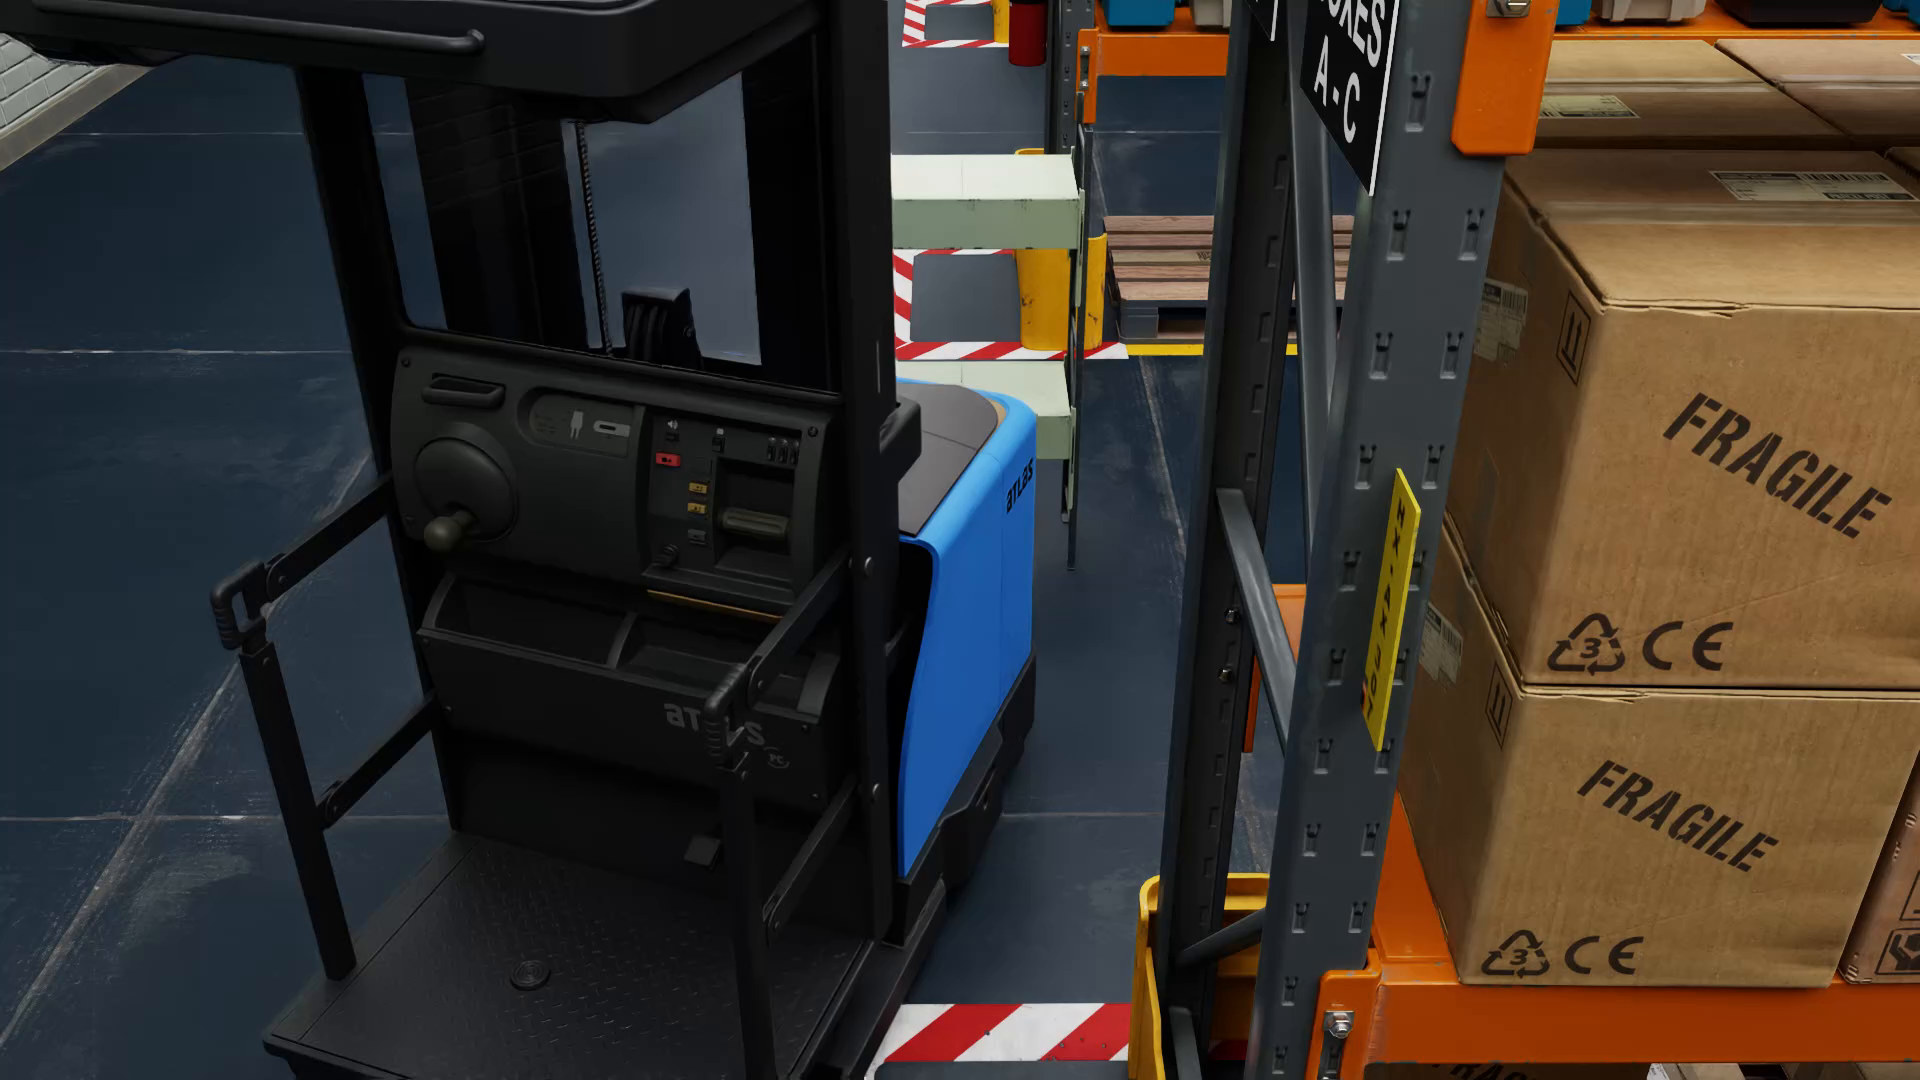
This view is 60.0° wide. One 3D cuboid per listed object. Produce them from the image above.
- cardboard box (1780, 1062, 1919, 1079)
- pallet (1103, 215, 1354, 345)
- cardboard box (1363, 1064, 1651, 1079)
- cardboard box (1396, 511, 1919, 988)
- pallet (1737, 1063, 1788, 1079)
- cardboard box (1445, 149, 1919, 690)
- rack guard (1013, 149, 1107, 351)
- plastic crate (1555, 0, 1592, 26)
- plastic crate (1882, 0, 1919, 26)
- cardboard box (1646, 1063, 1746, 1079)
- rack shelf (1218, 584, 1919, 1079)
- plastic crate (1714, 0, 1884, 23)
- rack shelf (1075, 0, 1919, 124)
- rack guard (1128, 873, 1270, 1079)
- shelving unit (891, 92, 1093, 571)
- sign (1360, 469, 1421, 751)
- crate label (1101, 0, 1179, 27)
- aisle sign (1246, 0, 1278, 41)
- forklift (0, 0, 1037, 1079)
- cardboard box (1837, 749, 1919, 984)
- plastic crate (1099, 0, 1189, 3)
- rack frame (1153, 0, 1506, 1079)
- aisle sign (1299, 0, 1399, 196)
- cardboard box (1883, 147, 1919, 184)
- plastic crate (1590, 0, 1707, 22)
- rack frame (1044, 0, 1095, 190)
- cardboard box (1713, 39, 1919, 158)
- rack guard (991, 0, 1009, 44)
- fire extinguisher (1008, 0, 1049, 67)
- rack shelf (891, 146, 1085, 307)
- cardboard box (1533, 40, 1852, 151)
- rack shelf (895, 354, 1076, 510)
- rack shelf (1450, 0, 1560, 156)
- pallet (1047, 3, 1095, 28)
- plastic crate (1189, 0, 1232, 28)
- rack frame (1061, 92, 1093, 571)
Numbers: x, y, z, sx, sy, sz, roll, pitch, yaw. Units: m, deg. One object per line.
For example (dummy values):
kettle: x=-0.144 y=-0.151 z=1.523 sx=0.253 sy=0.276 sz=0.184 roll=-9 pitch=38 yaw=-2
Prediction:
cardboard box: x=1.975 y=1.042 z=3.368 sx=0.500 sy=0.250 sz=0.500 roll=0 pitch=31 yaw=0
pallet: x=1.281 y=-1.189 z=7.506 sx=1.213 sy=0.211 sz=1.003 roll=0 pitch=31 yaw=0
cardboard box: x=1.025 y=0.922 z=3.324 sx=0.500 sy=0.500 sz=0.500 roll=0 pitch=31 yaw=0
cardboard box: x=0.928 y=0.264 z=2.327 sx=0.500 sy=0.500 sz=0.500 roll=0 pitch=31 yaw=1
pallet: x=1.356 y=1.360 z=3.305 sx=1.213 sy=0.211 sz=1.003 roll=0 pitch=31 yaw=0
cardboard box: x=0.928 y=-0.164 z=2.068 sx=0.500 sy=0.500 sz=0.500 roll=1 pitch=31 yaw=1
rack guard: x=0.432 y=-1.323 z=7.448 sx=0.348 sy=0.500 sz=1.175 roll=0 pitch=31 yaw=0
plastic crate: x=2.322 y=-2.188 z=6.567 sx=0.300 sy=0.233 sz=0.416 roll=0 pitch=31 yaw=0
plastic crate: x=3.991 y=-2.251 z=6.527 sx=0.575 sy=0.384 sz=0.392 roll=0 pitch=31 yaw=0
cardboard box: x=1.430 y=1.110 z=3.336 sx=0.250 sy=0.166 sz=0.380 roll=0 pitch=31 yaw=0
rack shelf: x=2.482 y=0.472 z=2.773 sx=4.000 sy=0.370 sz=1.077 roll=0 pitch=31 yaw=0
plastic crate: x=3.338 y=-2.176 z=6.652 sx=0.590 sy=0.125 sz=0.437 roll=0 pitch=31 yaw=0
rack shelf: x=2.456 y=-2.097 z=7.008 sx=4.000 sy=0.370 sz=1.077 roll=0 pitch=31 yaw=0
rack guard: x=0.558 y=1.239 z=3.225 sx=0.348 sy=0.500 sz=1.175 roll=0 pitch=31 yaw=0
shelving unit: x=0.007 y=-0.641 z=5.361 sx=0.755 sy=1.500 sz=0.431 roll=0 pitch=31 yaw=0
sign: x=0.486 y=0.082 z=1.888 sx=0.005 sy=0.325 sz=0.100 roll=0 pitch=31 yaw=0
crate label: x=0.705 y=-2.182 z=6.559 sx=0.303 sy=0.233 sz=0.416 roll=0 pitch=31 yaw=0
aisle sign: x=0.412 y=-1.099 z=2.164 sx=0.004 sy=0.787 sz=0.394 roll=0 pitch=31 yaw=0
forklift: x=-0.762 y=-0.070 z=3.039 sx=1.130 sy=2.935 sz=3.031 roll=11 pitch=33 yaw=17
cardboard box: x=1.443 y=0.259 z=2.335 sx=0.500 sy=0.500 sz=0.500 roll=0 pitch=31 yaw=-1
plastic crate: x=0.790 y=-2.537 z=6.948 sx=0.499 sy=0.435 sz=0.616 roll=0 pitch=31 yaw=0
rack frame: x=0.482 y=0.171 z=2.576 sx=0.127 sy=3.000 sz=1.000 roll=0 pitch=31 yaw=0
aisle sign: x=0.416 y=-0.788 z=1.651 sx=0.004 sy=0.787 sz=0.394 roll=0 pitch=31 yaw=0
cardboard box: x=1.450 y=-0.169 z=2.077 sx=0.500 sy=0.500 sz=0.500 roll=0 pitch=31 yaw=0
plastic crate: x=2.717 y=-2.162 z=6.619 sx=0.466 sy=0.136 sz=0.293 roll=0 pitch=31 yaw=0
rack frame: x=0.456 y=-2.398 z=6.811 sx=0.127 sy=3.000 sz=1.000 roll=0 pitch=31 yaw=0
cardboard box: x=1.431 y=-0.445 z=2.532 sx=0.500 sy=0.500 sz=0.500 roll=1 pitch=31 yaw=1
rack guard: x=0.402 y=-3.899 z=11.694 sx=0.348 sy=0.500 sz=1.175 roll=0 pitch=31 yaw=0
fire extinguisher: x=0.303 y=-2.441 z=7.316 sx=0.183 sy=0.674 sz=0.296 roll=0 pitch=31 yaw=0
rack shelf: x=0.007 y=-0.975 z=5.159 sx=0.720 sy=0.370 sz=0.431 roll=0 pitch=31 yaw=0
cardboard box: x=0.926 y=-0.443 z=2.529 sx=0.500 sy=0.500 sz=0.500 roll=0 pitch=31 yaw=-1
rack shelf: x=0.007 y=-0.363 z=5.530 sx=0.720 sy=0.370 sz=0.431 roll=0 pitch=31 yaw=0
rack shelf: x=2.482 y=-0.810 z=1.995 sx=4.000 sy=0.370 sz=1.077 roll=0 pitch=31 yaw=0
pallet: x=1.225 y=-3.818 z=11.840 sx=1.213 sy=0.211 sz=1.003 roll=0 pitch=31 yaw=0
plastic crate: x=1.026 y=-2.099 z=6.515 sx=0.298 sy=0.136 sz=0.250 roll=0 pitch=31 yaw=0
rack frame: x=0.373 y=-0.642 z=5.363 sx=0.023 sy=1.500 sz=0.400 roll=0 pitch=31 yaw=0
